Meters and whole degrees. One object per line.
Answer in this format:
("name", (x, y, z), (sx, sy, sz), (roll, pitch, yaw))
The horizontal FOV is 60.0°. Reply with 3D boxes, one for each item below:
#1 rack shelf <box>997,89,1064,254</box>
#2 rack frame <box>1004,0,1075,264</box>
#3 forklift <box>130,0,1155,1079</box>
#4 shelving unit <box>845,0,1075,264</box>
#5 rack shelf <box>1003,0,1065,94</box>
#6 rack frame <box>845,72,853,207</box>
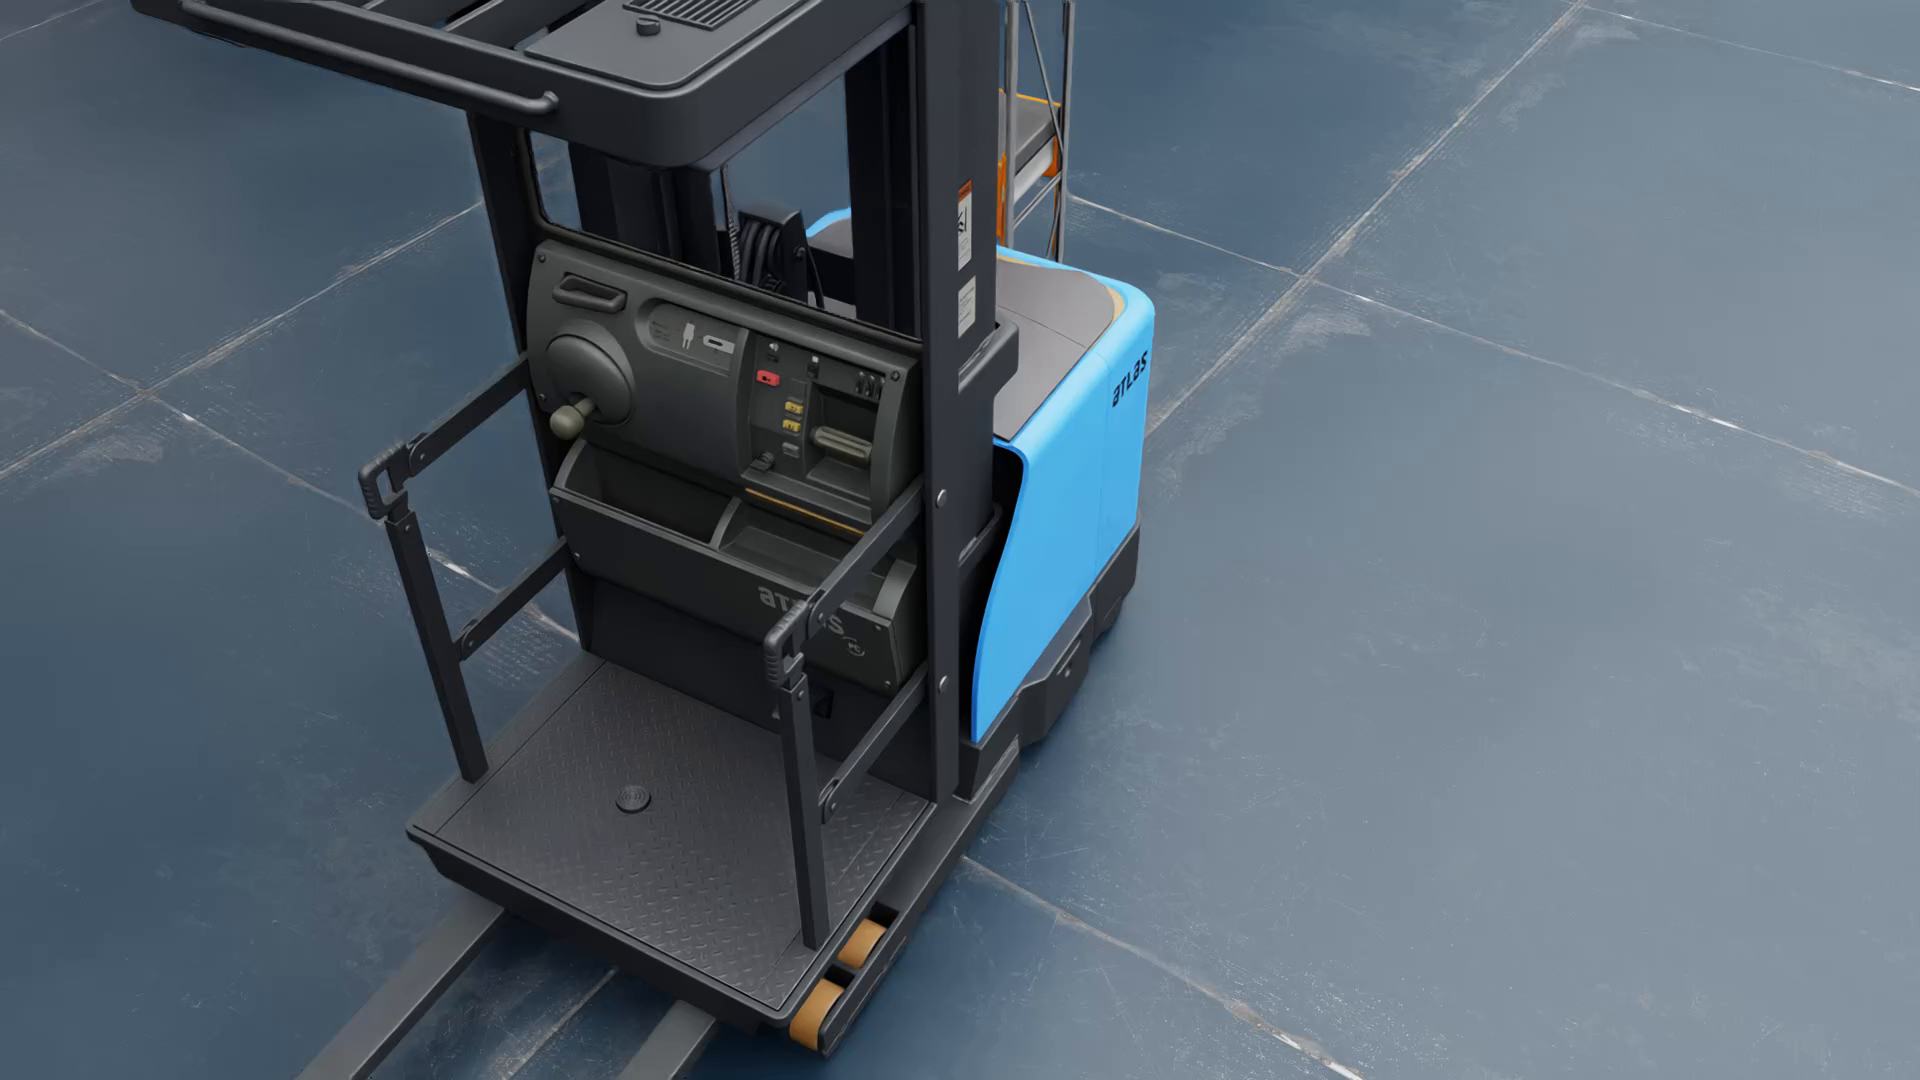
("rack shelf", (0.000, -1.029, 4.846), (0.480, 0.518, 0.431), (19, 45, 20))
("rack frame", (0.218, -0.965, 4.754), (0.015, 2.100, 0.400), (19, 45, 20))
("forklift", (-0.624, -0.246, 3.327), (1.130, 2.935, 3.031), (20, 46, 21))
("shelving unit", (0.000, -1.039, 4.837), (0.503, 2.100, 0.431), (19, 45, 20))
("rack shelf", (0.000, -1.551, 4.379), (0.480, 0.518, 0.431), (19, 45, 20))
("rack frame", (-0.217, -1.113, 4.919), (0.015, 2.100, 0.400), (19, 45, 20))
